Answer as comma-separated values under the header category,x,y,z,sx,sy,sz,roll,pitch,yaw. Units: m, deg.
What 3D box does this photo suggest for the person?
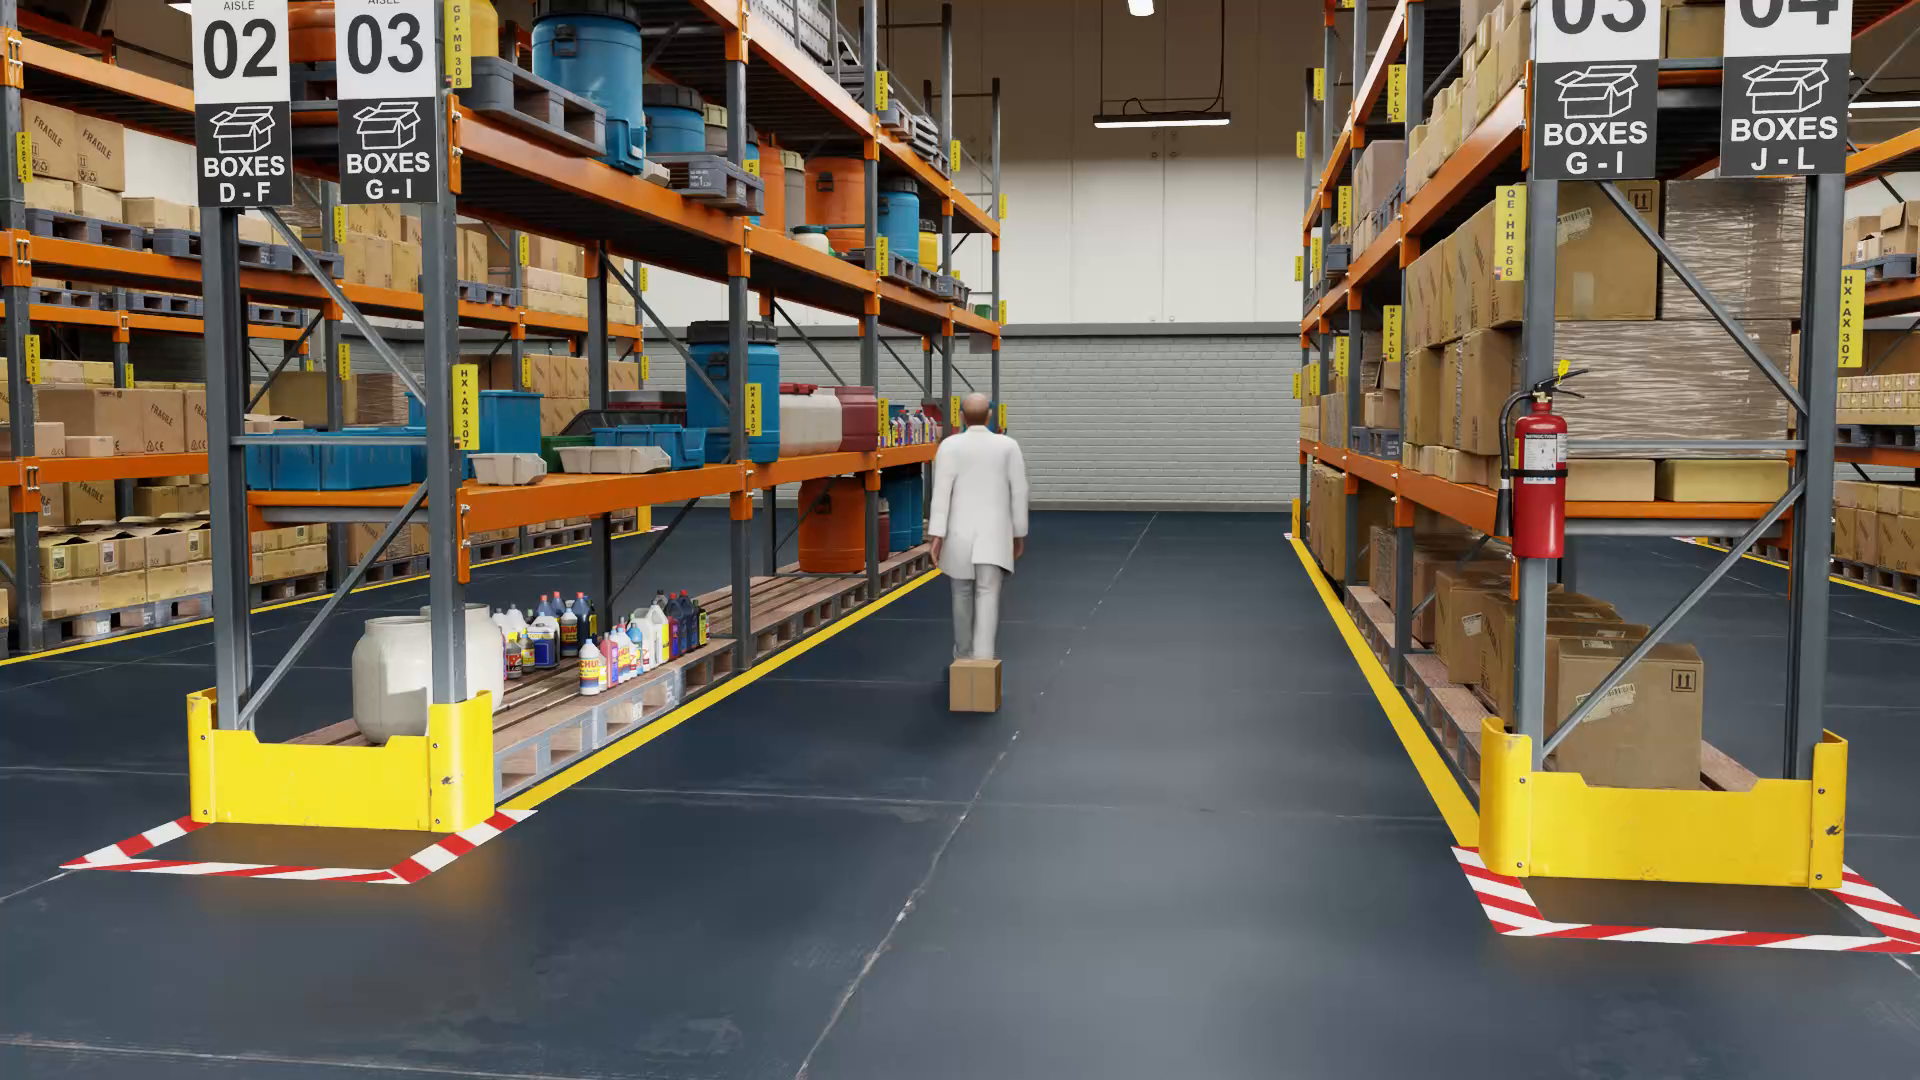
category,x,y,z,sx,sy,sz,roll,pitch,yaw
person,0.116,-0.032,10.121,0.613,1.724,1.153,0,4,1
